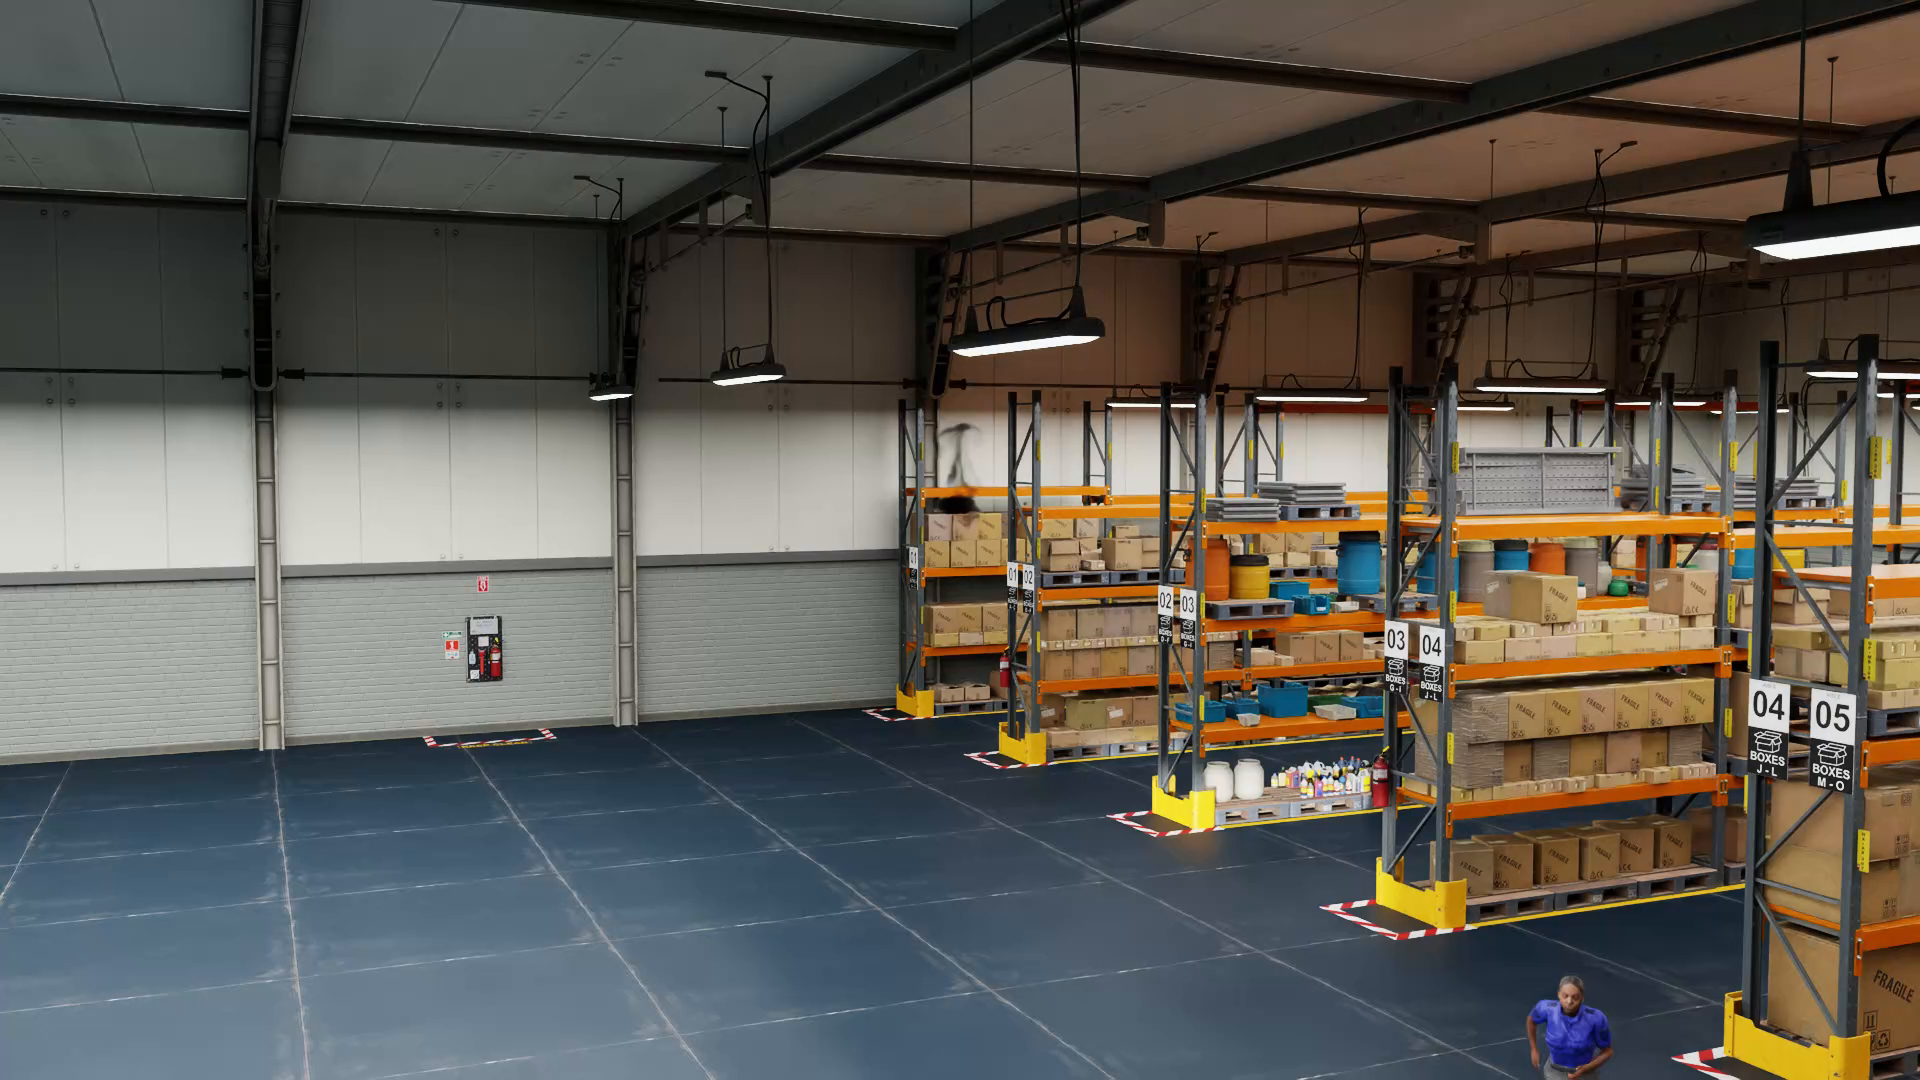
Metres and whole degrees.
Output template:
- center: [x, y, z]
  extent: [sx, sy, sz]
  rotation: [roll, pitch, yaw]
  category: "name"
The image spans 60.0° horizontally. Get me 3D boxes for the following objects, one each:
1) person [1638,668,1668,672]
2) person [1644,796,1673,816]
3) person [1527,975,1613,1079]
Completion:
- center: [11.499, 2.595, 28.091]
  extent: [0.969, 1.771, 0.684]
  rotation: [-2, 4, -29]
  category: "person"
- center: [9.598, 3.014, 22.919]
  extent: [0.638, 1.638, 0.575]
  rotation: [-2, 4, -25]
  category: "person"
- center: [4.173, 3.722, 11.405]
  extent: [0.562, 1.588, 0.689]
  rotation: [1, 4, 21]
  category: "person"
